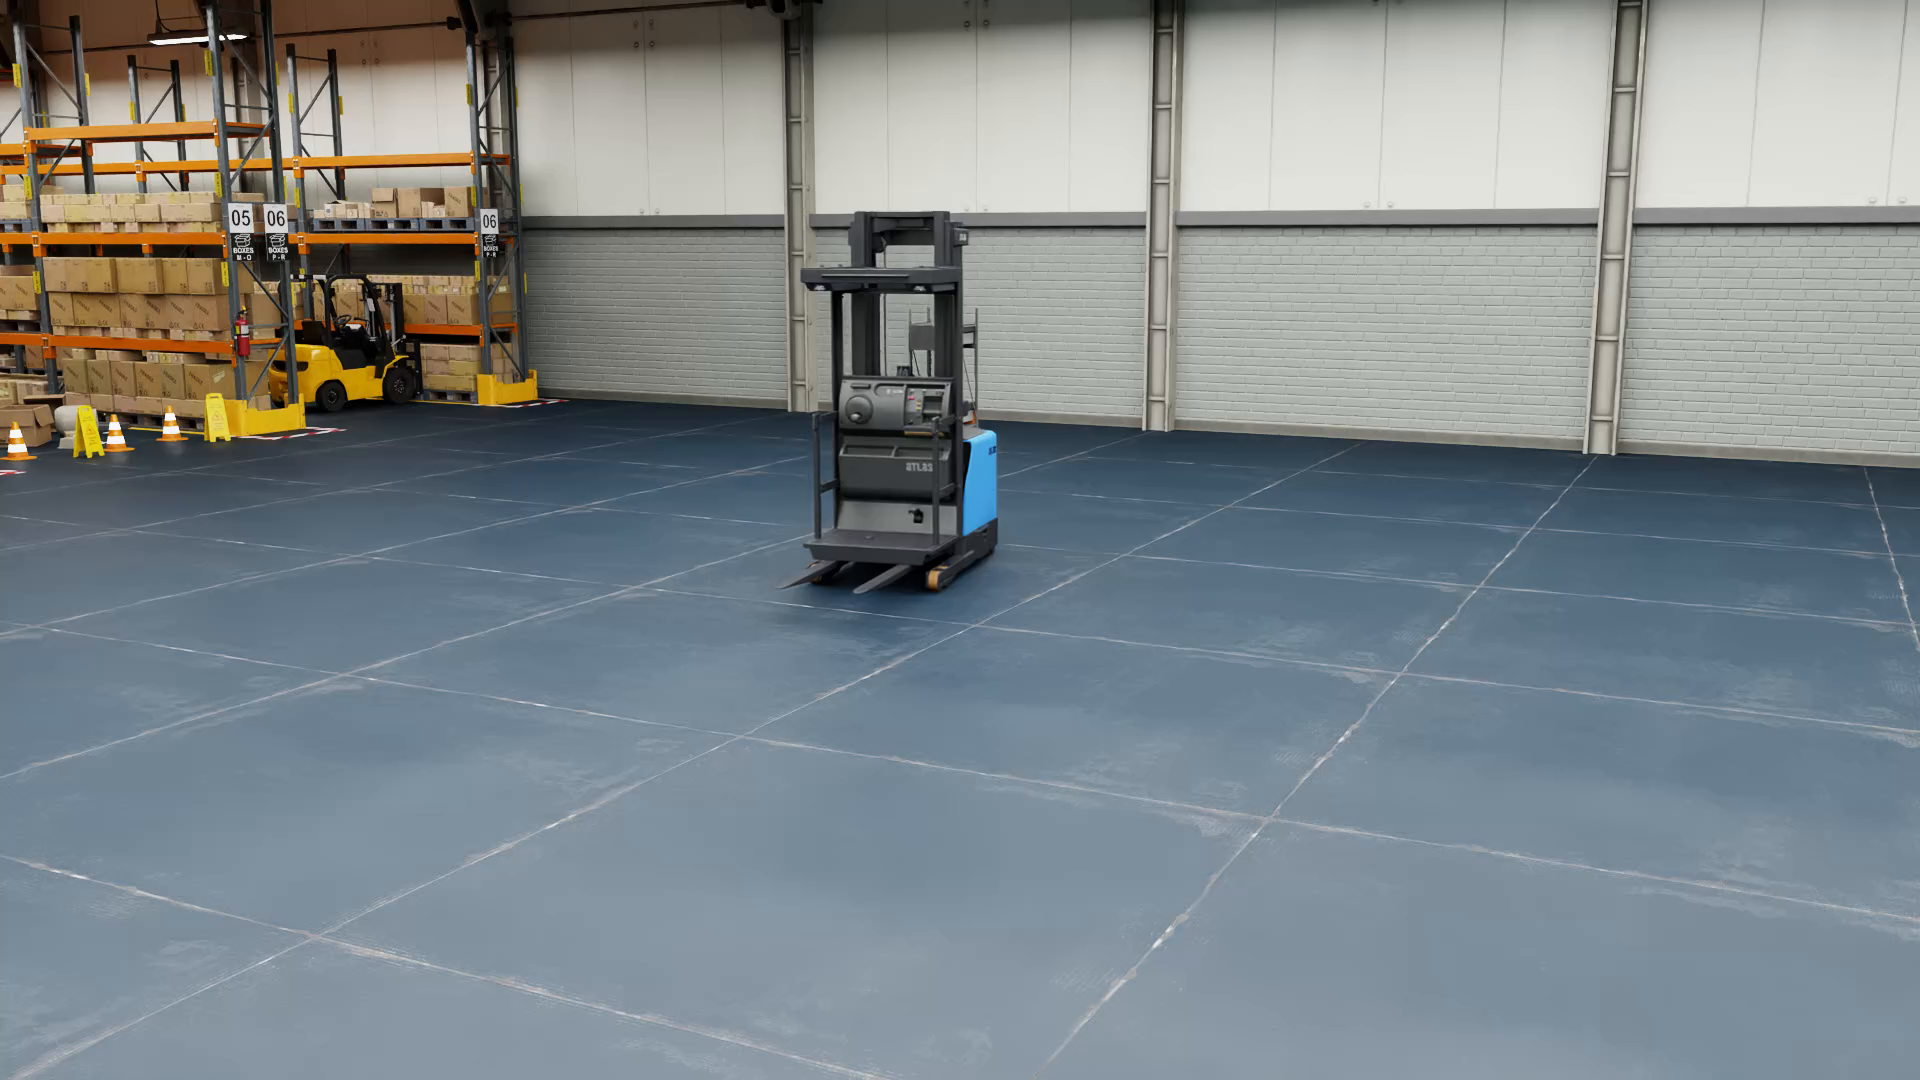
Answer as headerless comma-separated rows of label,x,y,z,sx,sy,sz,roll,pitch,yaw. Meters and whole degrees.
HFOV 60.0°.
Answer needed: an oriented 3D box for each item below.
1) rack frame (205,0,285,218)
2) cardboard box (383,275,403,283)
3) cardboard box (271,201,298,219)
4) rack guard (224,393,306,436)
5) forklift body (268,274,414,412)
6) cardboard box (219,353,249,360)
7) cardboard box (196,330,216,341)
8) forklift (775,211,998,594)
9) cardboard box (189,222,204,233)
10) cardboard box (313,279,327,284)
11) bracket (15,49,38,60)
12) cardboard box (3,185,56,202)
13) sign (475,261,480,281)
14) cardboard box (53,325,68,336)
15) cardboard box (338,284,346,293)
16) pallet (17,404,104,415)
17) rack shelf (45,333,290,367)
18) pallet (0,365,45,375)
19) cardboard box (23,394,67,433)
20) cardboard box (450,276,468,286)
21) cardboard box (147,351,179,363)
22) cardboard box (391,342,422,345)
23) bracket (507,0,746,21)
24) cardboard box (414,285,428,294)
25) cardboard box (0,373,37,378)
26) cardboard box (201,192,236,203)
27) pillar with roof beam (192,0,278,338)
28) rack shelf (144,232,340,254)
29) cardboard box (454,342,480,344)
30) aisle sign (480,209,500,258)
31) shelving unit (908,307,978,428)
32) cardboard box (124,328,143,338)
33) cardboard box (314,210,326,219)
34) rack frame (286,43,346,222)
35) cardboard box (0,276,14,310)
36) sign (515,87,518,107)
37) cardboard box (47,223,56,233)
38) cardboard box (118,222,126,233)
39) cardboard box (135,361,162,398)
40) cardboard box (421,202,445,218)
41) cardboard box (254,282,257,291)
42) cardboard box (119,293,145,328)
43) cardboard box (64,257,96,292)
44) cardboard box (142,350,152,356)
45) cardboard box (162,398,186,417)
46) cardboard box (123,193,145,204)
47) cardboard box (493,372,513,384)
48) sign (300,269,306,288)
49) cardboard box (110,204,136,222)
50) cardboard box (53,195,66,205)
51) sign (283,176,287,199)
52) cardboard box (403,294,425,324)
rack frame,-9.859,-5.976,22.982,0.127,3.000,1.000,5,11,26
cardboard box,-9.677,-4.469,28.563,0.250,0.149,0.380,5,11,26
cardboard box,-12.010,-5.838,29.435,0.500,0.311,0.500,5,11,24
rack guard,-9.928,-1.800,23.772,0.348,0.500,1.175,5,11,26
forklift body,-10.174,-3.258,27.190,1.214,2.155,2.313,5,11,26
cardboard box,-13.094,-3.331,30.702,0.625,0.625,0.875,5,11,23
cardboard box,-10.566,-2.898,23.526,0.250,0.149,0.380,5,11,25
forklift,-0.584,-1.119,13.184,1.130,2.935,3.031,3,11,17
cardboard box,-10.541,-4.374,23.260,0.250,0.149,0.380,5,11,26
cardboard box,-11.099,-4.575,29.146,0.250,0.149,0.380,5,12,27
bracket,-18.438,-9.595,32.873,0.430,0.232,0.235,5,11,26
cardboard box,-14.023,-5.219,25.063,0.500,0.250,0.500,5,12,27
sign,-7.919,-4.418,27.302,0.005,0.325,0.100,5,11,26
cardboard box,-13.306,-3.140,24.860,0.250,0.149,0.380,5,11,26
cardboard box,-10.605,-4.397,29.002,0.250,0.149,0.380,5,11,26
pallet,-14.145,-2.028,25.844,1.213,0.211,1.003,5,11,26
rack shelf,-11.653,-2.828,24.452,4.000,0.370,1.077,5,11,26
pallet,-19.043,-3.445,33.671,1.213,0.211,1.003,5,11,26
cardboard box,-13.088,-1.809,23.813,0.500,0.500,0.500,-4,11,-23
cardboard box,-8.316,-4.341,27.855,0.250,0.149,0.380,5,11,26
cardboard box,-11.512,-2.647,24.047,0.250,0.149,0.380,6,12,28
cardboard box,-9.586,-3.268,28.598,0.500,0.250,0.500,5,11,25
bracket,-5.351,-8.445,26.519,4.783,0.066,0.076,5,11,26
cardboard box,-9.027,-4.249,28.180,0.250,0.149,0.380,5,11,24
cardboard box,-15.189,-2.404,26.292,0.625,0.372,0.950,5,12,28
cardboard box,-10.293,-4.748,23.088,0.250,0.149,0.380,5,11,26
pillar with roof beam,-15.178,-6.753,27.276,0.548,9.000,9.100,5,11,26
rack shelf,-13.047,-5.412,30.308,4.000,0.370,1.077,5,11,26
cardboard box,-8.463,-3.270,28.608,0.500,0.250,0.500,5,11,26
aisle sign,-7.737,-5.044,27.379,0.004,0.787,0.394,5,11,26
shelving unit,-0.148,-1.046,15.115,0.503,2.100,0.431,5,11,26
cardboard box,-11.925,-3.022,24.210,0.250,0.149,0.380,5,11,26
cardboard box,-10.986,-5.657,28.886,0.250,0.149,0.380,5,12,27
rack frame,-11.254,-7.084,29.106,0.127,3.000,1.000,5,11,26
cardboard box,-14.408,-3.780,25.399,0.500,0.500,0.500,5,11,26
sign,-7.415,-7.395,27.754,0.005,0.325,0.100,5,11,26
cardboard box,-13.274,-4.627,24.658,0.250,0.149,0.380,5,11,25
cardboard box,-11.891,-4.506,23.988,0.250,0.149,0.380,5,11,26
cardboard box,-11.612,-2.350,24.226,0.500,0.500,0.500,5,11,24
cardboard box,-8.771,-5.520,27.800,0.258,0.266,0.396,5,11,26
cardboard box,-12.595,-4.568,29.942,0.250,0.149,0.380,5,11,24
cardboard box,-11.808,-3.342,24.155,0.500,0.500,0.500,5,11,26
cardboard box,-12.700,-3.914,24.509,0.500,0.500,0.700,5,11,26
cardboard box,-15.315,-3.423,31.561,0.500,0.500,0.500,5,12,27
cardboard box,-11.164,-1.941,24.071,0.500,0.250,0.500,5,11,26
cardboard box,-11.683,-4.864,23.726,0.250,0.149,0.380,5,12,27
cardboard box,-8.020,-2.741,28.492,0.500,0.250,0.500,5,11,26
sign,-11.485,-4.576,29.061,0.005,0.325,0.100,5,11,26
cardboard box,-11.809,-4.689,23.881,0.500,0.250,0.500,5,11,26
cardboard box,-13.062,-4.991,24.430,0.250,0.149,0.380,5,12,28
sign,-9.619,-5.017,23.651,0.005,0.325,0.100,5,11,26
cardboard box,-9.145,-3.946,28.329,0.500,0.500,0.500,5,11,25
